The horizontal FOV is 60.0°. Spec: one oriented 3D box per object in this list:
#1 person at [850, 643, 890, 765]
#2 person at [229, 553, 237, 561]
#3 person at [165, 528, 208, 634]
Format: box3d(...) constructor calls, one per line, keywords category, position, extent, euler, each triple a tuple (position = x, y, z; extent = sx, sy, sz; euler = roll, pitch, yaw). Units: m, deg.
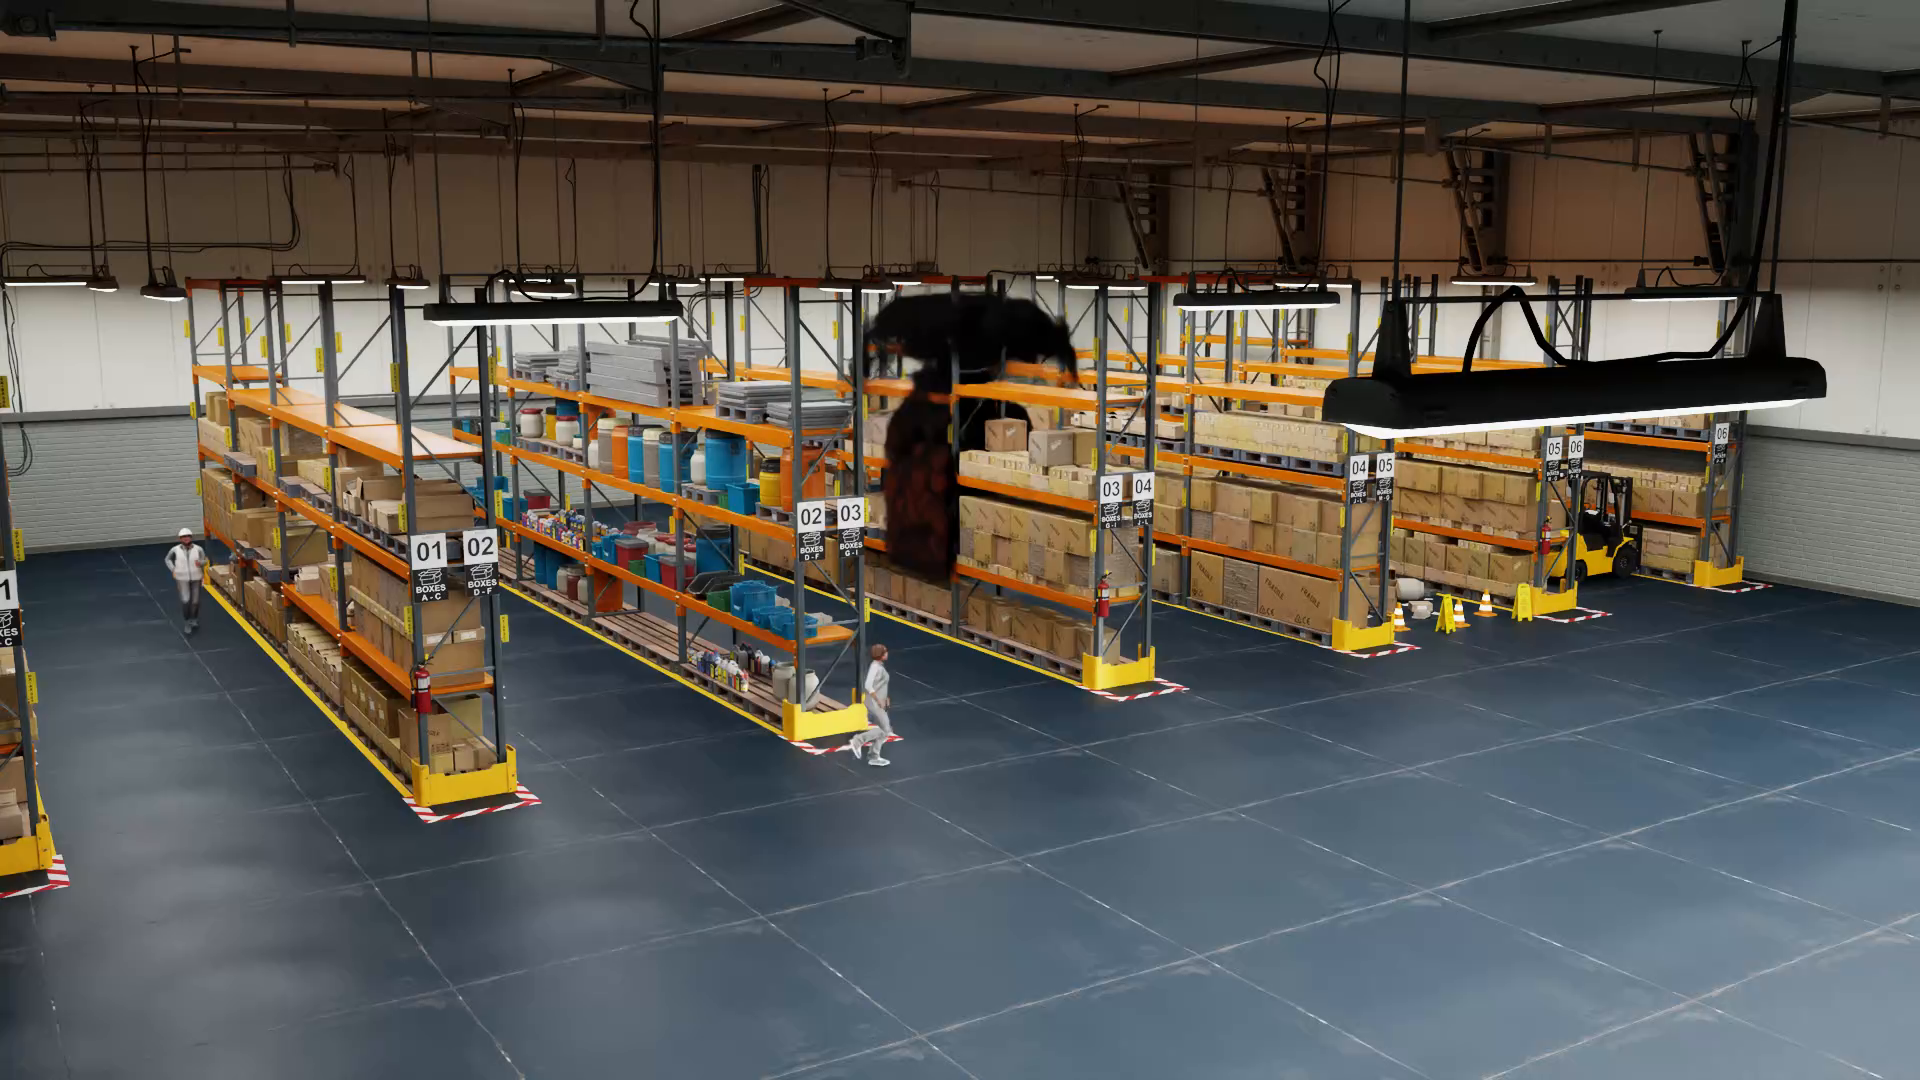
box3d(category="person", position=(-1.138, 2.077, 21.026), extent=(0.522, 1.556, 0.549), euler=(-1, 10, -6))
box3d(category="person", position=(-14.753, -0.234, 34.219), extent=(0.585, 1.724, 0.732), euler=(-2, 10, -11))
box3d(category="person", position=(-13.234, 0.703, 28.546), extent=(0.638, 1.815, 0.706), euler=(-6, 11, -33))
